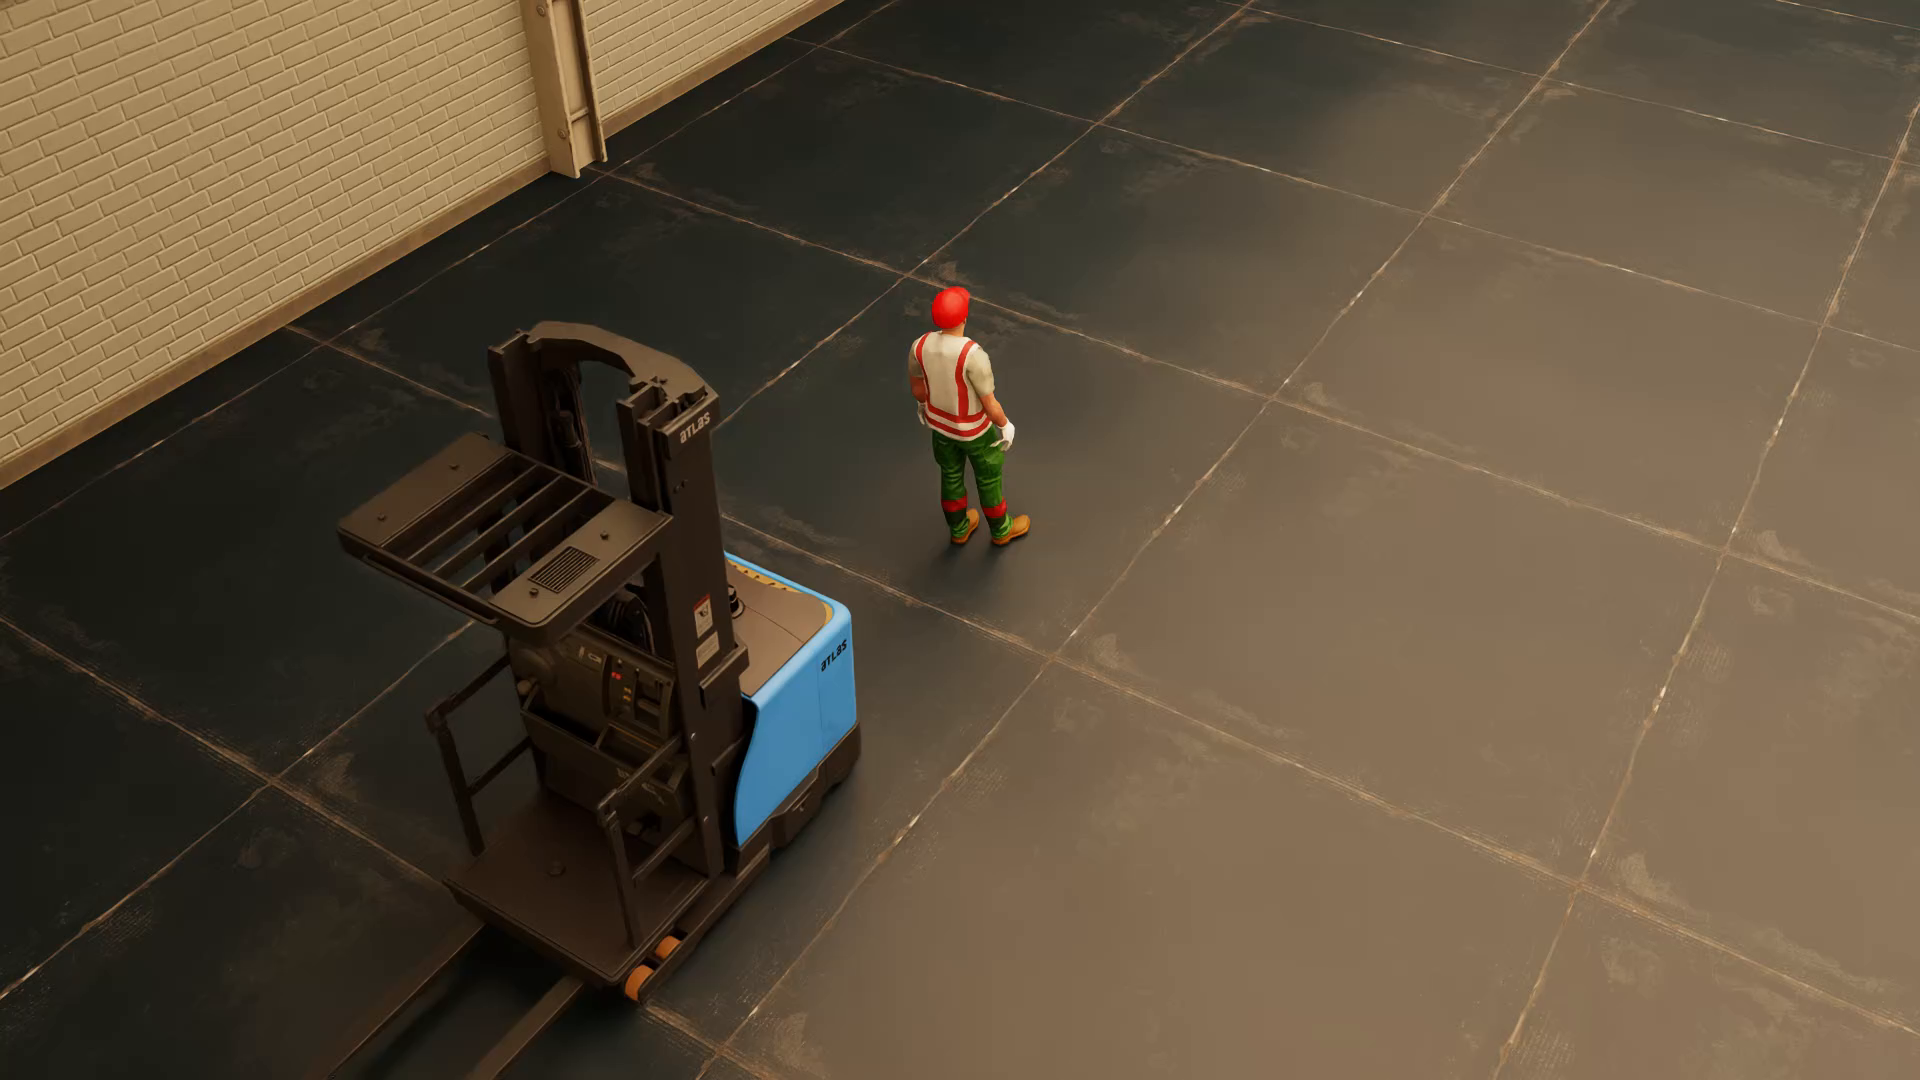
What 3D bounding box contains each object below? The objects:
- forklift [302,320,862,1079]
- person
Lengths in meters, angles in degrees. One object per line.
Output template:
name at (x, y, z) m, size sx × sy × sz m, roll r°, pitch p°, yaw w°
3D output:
forklift at (-1.738, 0.669, 7.177) m, size 1.130 × 2.935 × 3.031 m, roll 22°, pitch 45°, yaw 24°
person at (0.053, -0.728, 9.697) m, size 0.637 × 1.787 × 0.564 m, roll 22°, pitch 45°, yaw 24°
